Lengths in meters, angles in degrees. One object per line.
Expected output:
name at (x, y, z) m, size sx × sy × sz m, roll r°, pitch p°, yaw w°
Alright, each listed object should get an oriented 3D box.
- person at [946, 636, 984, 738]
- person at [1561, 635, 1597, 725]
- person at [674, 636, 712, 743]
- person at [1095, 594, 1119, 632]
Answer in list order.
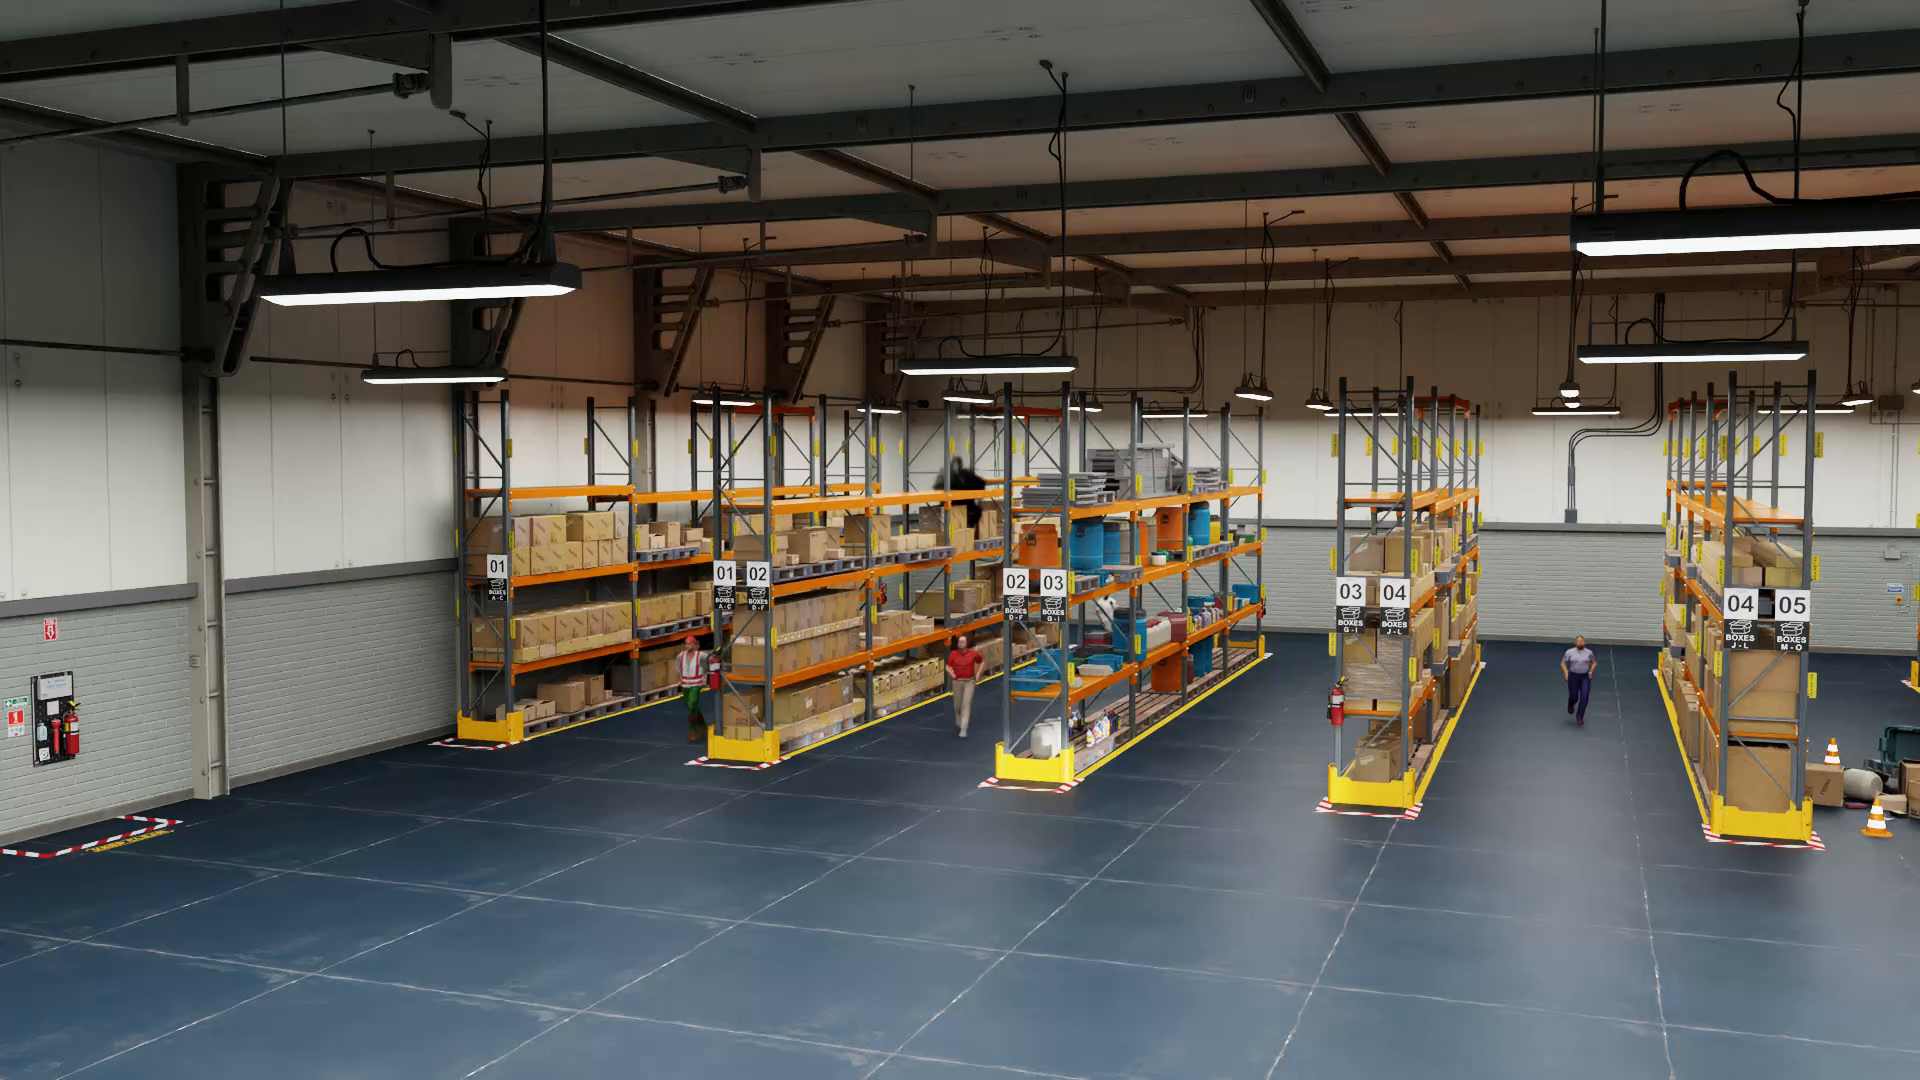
person at (0.083, 2.551, 29.228) m, size 0.672 × 1.725 × 0.918 m, roll 1°, pitch 3°, yaw 10°
person at (11.313, 2.543, 30.383) m, size 0.614 × 1.609 × 0.575 m, roll 1°, pitch 3°, yaw 12°
person at (-4.594, 2.547, 28.588) m, size 0.631 × 1.823 × 0.825 m, roll 1°, pitch 3°, yaw 21°
person at (3.601, 1.962, 40.481) m, size 0.612 × 1.622 × 0.521 m, roll 0°, pitch 3°, yaw 2°
